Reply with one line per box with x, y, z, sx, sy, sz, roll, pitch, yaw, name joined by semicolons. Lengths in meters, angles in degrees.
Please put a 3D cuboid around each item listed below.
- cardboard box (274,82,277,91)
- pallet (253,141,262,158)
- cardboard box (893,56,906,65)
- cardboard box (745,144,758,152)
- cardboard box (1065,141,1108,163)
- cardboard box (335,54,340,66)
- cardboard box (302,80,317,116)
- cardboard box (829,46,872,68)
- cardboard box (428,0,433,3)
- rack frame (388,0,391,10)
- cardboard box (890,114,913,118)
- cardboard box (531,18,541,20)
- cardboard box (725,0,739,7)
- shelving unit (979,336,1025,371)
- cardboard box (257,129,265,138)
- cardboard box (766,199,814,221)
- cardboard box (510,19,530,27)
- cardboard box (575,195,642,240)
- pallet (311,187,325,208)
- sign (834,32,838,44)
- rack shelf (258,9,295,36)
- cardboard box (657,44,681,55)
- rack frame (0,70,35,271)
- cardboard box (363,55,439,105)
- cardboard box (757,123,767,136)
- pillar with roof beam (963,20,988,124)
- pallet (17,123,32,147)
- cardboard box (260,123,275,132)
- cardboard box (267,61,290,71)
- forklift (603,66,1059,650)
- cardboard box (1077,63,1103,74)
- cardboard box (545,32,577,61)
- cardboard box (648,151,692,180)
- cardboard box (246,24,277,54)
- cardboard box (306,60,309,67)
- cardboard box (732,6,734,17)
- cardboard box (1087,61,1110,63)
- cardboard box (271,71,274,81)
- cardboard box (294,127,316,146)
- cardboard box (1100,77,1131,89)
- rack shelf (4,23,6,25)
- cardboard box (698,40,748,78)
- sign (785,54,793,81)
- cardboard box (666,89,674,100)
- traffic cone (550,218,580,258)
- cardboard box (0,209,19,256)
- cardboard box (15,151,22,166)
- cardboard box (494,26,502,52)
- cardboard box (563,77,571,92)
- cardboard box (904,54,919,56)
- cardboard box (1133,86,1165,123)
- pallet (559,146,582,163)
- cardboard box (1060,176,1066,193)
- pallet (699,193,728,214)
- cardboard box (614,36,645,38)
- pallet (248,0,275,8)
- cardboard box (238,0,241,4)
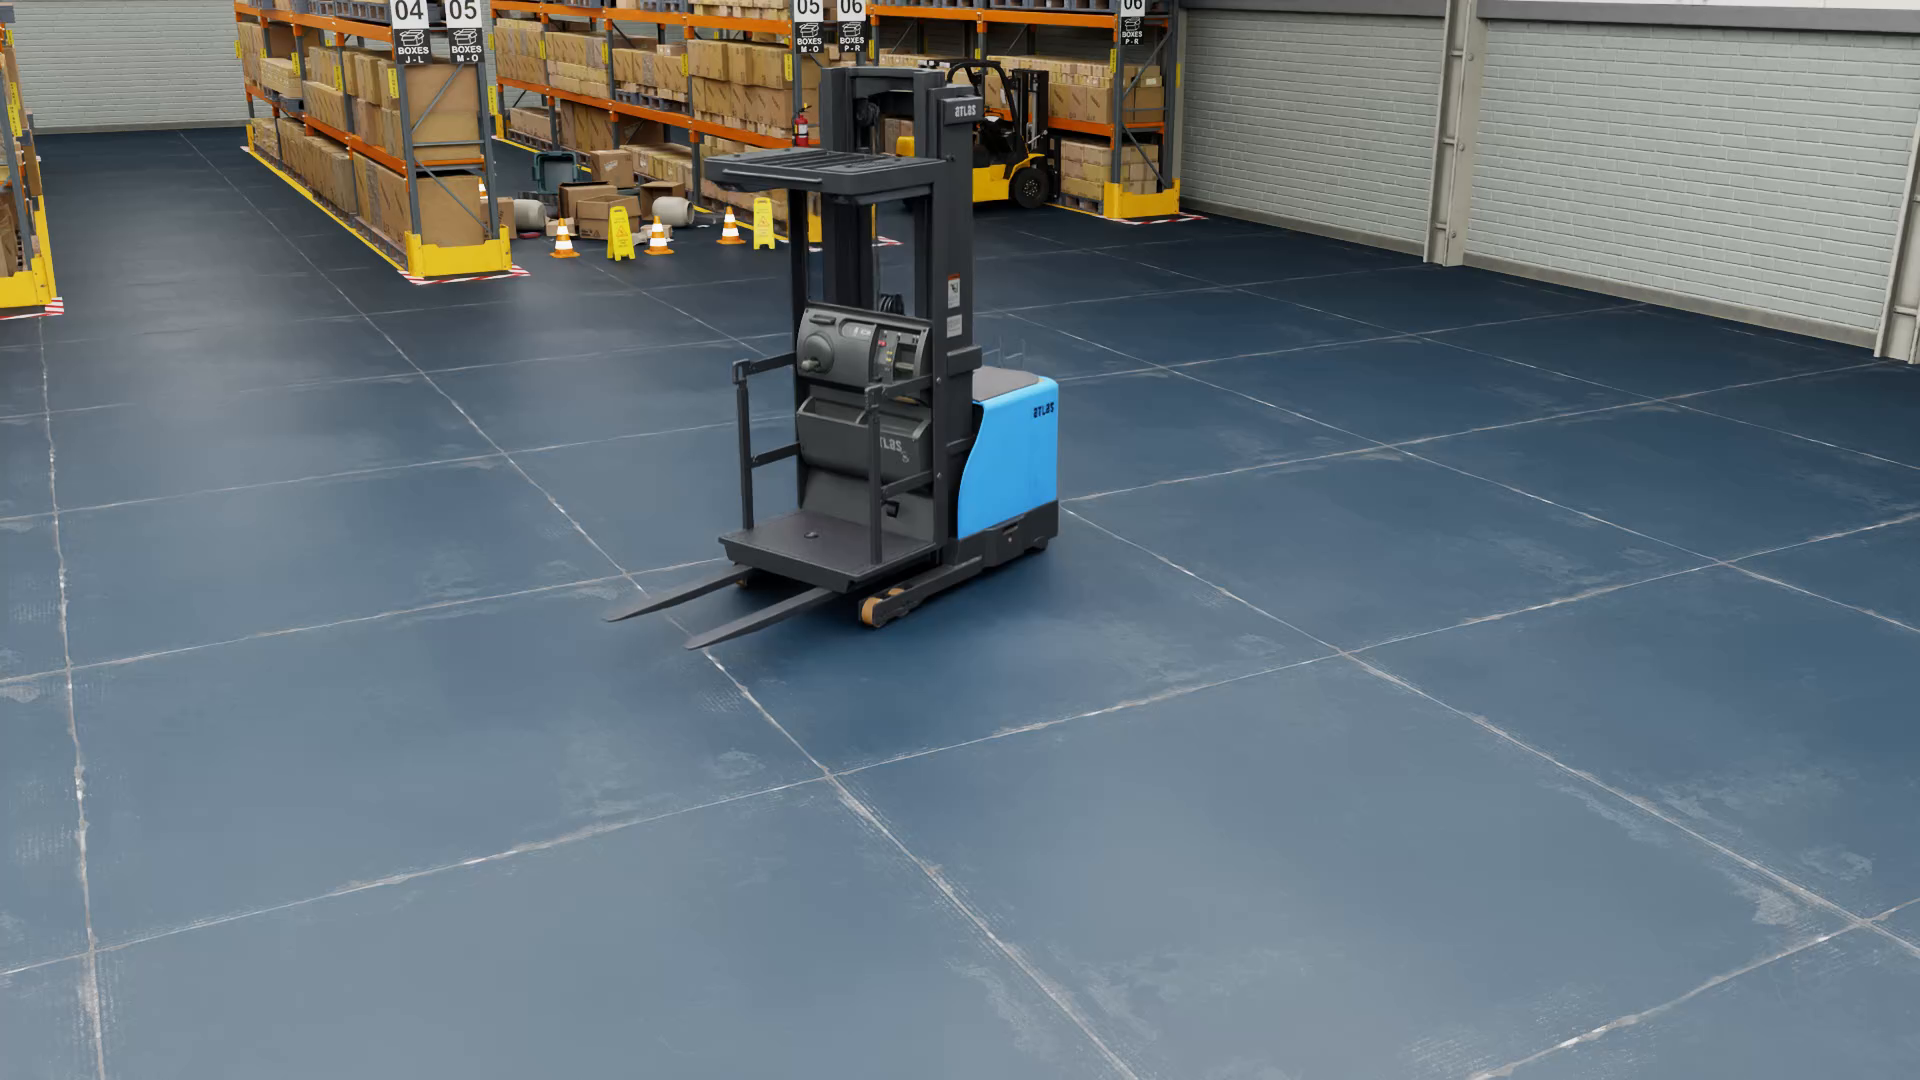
-11.186;-7.551;27.656;0.380;0.149;0.250;-11;22;-29;cardboard box
-13.219;-7.672;32.540;1.003;0.211;1.213;-10;21;-27;pallet
-0.971;-8.590;29.779;0.380;0.149;0.250;-9;21;-25;cardboard box
-2.787;-5.446;23.242;0.380;0.149;0.250;-9;21;-24;cardboard box
1.922;-5.824;24.949;0.500;0.250;0.500;-10;21;-26;cardboard box
-8.398;-6.614;23.515;0.700;0.500;0.500;-10;22;-28;cardboard box
-9.835;-6.830;25.674;0.500;0.500;0.500;-10;21;-26;cardboard box
-2.074;-9.207;31.912;0.797;0.503;0.637;-11;22;-28;cardboard box
-6.133;-6.495;19.846;0.380;0.149;0.250;-10;21;-26;cardboard box
-6.012;-7.493;18.551;1.000;3.000;0.127;-10;21;-27;rack frame
-1.109;-8.041;31.529;0.380;0.149;0.250;-9;21;-24;cardboard box
-8.616;-10.670;34.275;0.380;0.149;0.250;-10;22;-27;cardboard box
-2.914;-7.483;22.894;0.500;0.250;0.500;-10;21;-26;cardboard box
0.268;-0.708;10.842;0.189;1.200;0.258;14;23;34;shelving unit
-13.286;-7.817;31.958;0.380;0.149;0.250;-9;21;-25;cardboard box
-2.335;-4.549;22.787;0.500;0.250;0.500;-10;21;-27;cardboard box
-8.855;-10.431;33.582;0.380;0.149;0.250;-10;21;-26;cardboard box
-4.766;-4.385;22.567;0.637;0.503;0.797;7;20;20;cardboard box
-9.503;-5.398;25.950;1.003;0.211;1.213;-10;21;-27;pallet
-2.548;-10.302;34.113;0.100;0.325;0.005;-10;21;-27;sign
-10.760;-8.606;27.477;1.077;0.370;4.000;-10;21;-27;rack shelf
-4.510;-7.663;25.992;0.380;0.149;0.250;-11;22;-29;cardboard box
-10.425;-3.918;17.387;1.000;3.000;0.127;-10;21;-27;rack frame
-7.009;-5.808;20.980;0.875;0.550;0.500;-10;21;-27;cardboard box
-2.539;-5.610;22.676;0.380;0.149;0.250;-10;21;-26;cardboard box
-3.512;-10.454;27.131;9.100;9.000;0.400;-10;21;-27;pillar with roof beam
-12.559;-5.217;21.447;1.003;0.211;1.213;-10;21;-27;pallet
-13.017;-7.805;31.465;0.380;0.149;0.250;-10;21;-26;cardboard box
-11.432;-7.980;27.989;0.380;0.149;0.250;-10;21;-27;cardboard box
-0.686;-1.082;9.274;1.130;2.935;3.031;14;24;36;forklift
1.962;-7.007;24.737;0.380;0.149;0.250;-10;21;-26;cardboard box
-7.446;-9.247;31.144;0.500;0.500;0.500;-10;21;-26;cardboard box
-4.530;-6.113;27.133;0.950;0.372;0.625;-9;21;-25;cardboard box
-12.912;-9.298;30.838;0.500;0.500;0.500;-11;22;-28;cardboard box
-10.973;-8.151;28.484;0.380;0.149;0.250;-10;21;-27;cardboard box
-2.938;-7.329;23.060;0.380;0.149;0.250;-10;21;-26;cardboard box
2.170;-7.236;25.401;0.380;0.149;0.250;-11;22;-28;cardboard box
-11.300;-7.762;27.813;0.380;0.149;0.250;-10;22;-28;cardboard box
-10.616;-6.624;27.268;0.500;0.250;0.500;-10;21;-26;cardboard box
2.252;-6.633;24.107;0.380;0.149;0.250;-10;21;-26;cardboard box
-17.073;-9.015;28.662;1.077;0.370;4.000;-10;21;-27;rack shelf
-3.361;-6.952;24.037;0.700;0.500;0.500;-10;21;-26;cardboard box
-2.201;-6.069;21.362;0.100;0.325;0.005;-10;21;-27;sign
-4.354;-6.933;25.865;0.380;0.149;0.250;-10;22;-28;cardboard box
-5.014;-3.830;21.022;0.336;0.463;0.334;-10;21;-27;traffic cone
-11.527;-3.633;19.749;0.500;0.500;0.500;-12;22;-31;cardboard box
-10.977;-4.363;19.063;0.380;0.149;0.250;-10;21;-27;cardboard box
-9.324;-10.384;34.440;0.500;0.500;0.500;-11;22;-28;cardboard box
-6.949;-8.362;30.495;0.500;0.250;0.500;-10;21;-27;cardboard box
-0.803;-8.811;30.420;0.380;0.149;0.250;-9;21;-25;cardboard box
2.672;-6.455;24.587;0.500;0.500;0.500;-9;21;-25;cardboard box
-6.969;-7.370;31.665;1.003;0.211;1.213;-10;21;-27;pallet
1.705;-5.497;25.534;0.500;0.250;0.500;-10;21;-26;cardboard box
-3.253;-5.096;25.075;1.003;0.211;1.213;-10;21;-27;pallet
-5.765;-8.590;29.240;0.500;0.500;0.500;-10;21;-26;cardboard box
-11.511;-9.237;28.492;1.213;0.211;1.003;-10;21;-27;pallet
-13.375;-10.277;31.447;0.500;0.250;0.500;-9;21;-25;cardboard box
